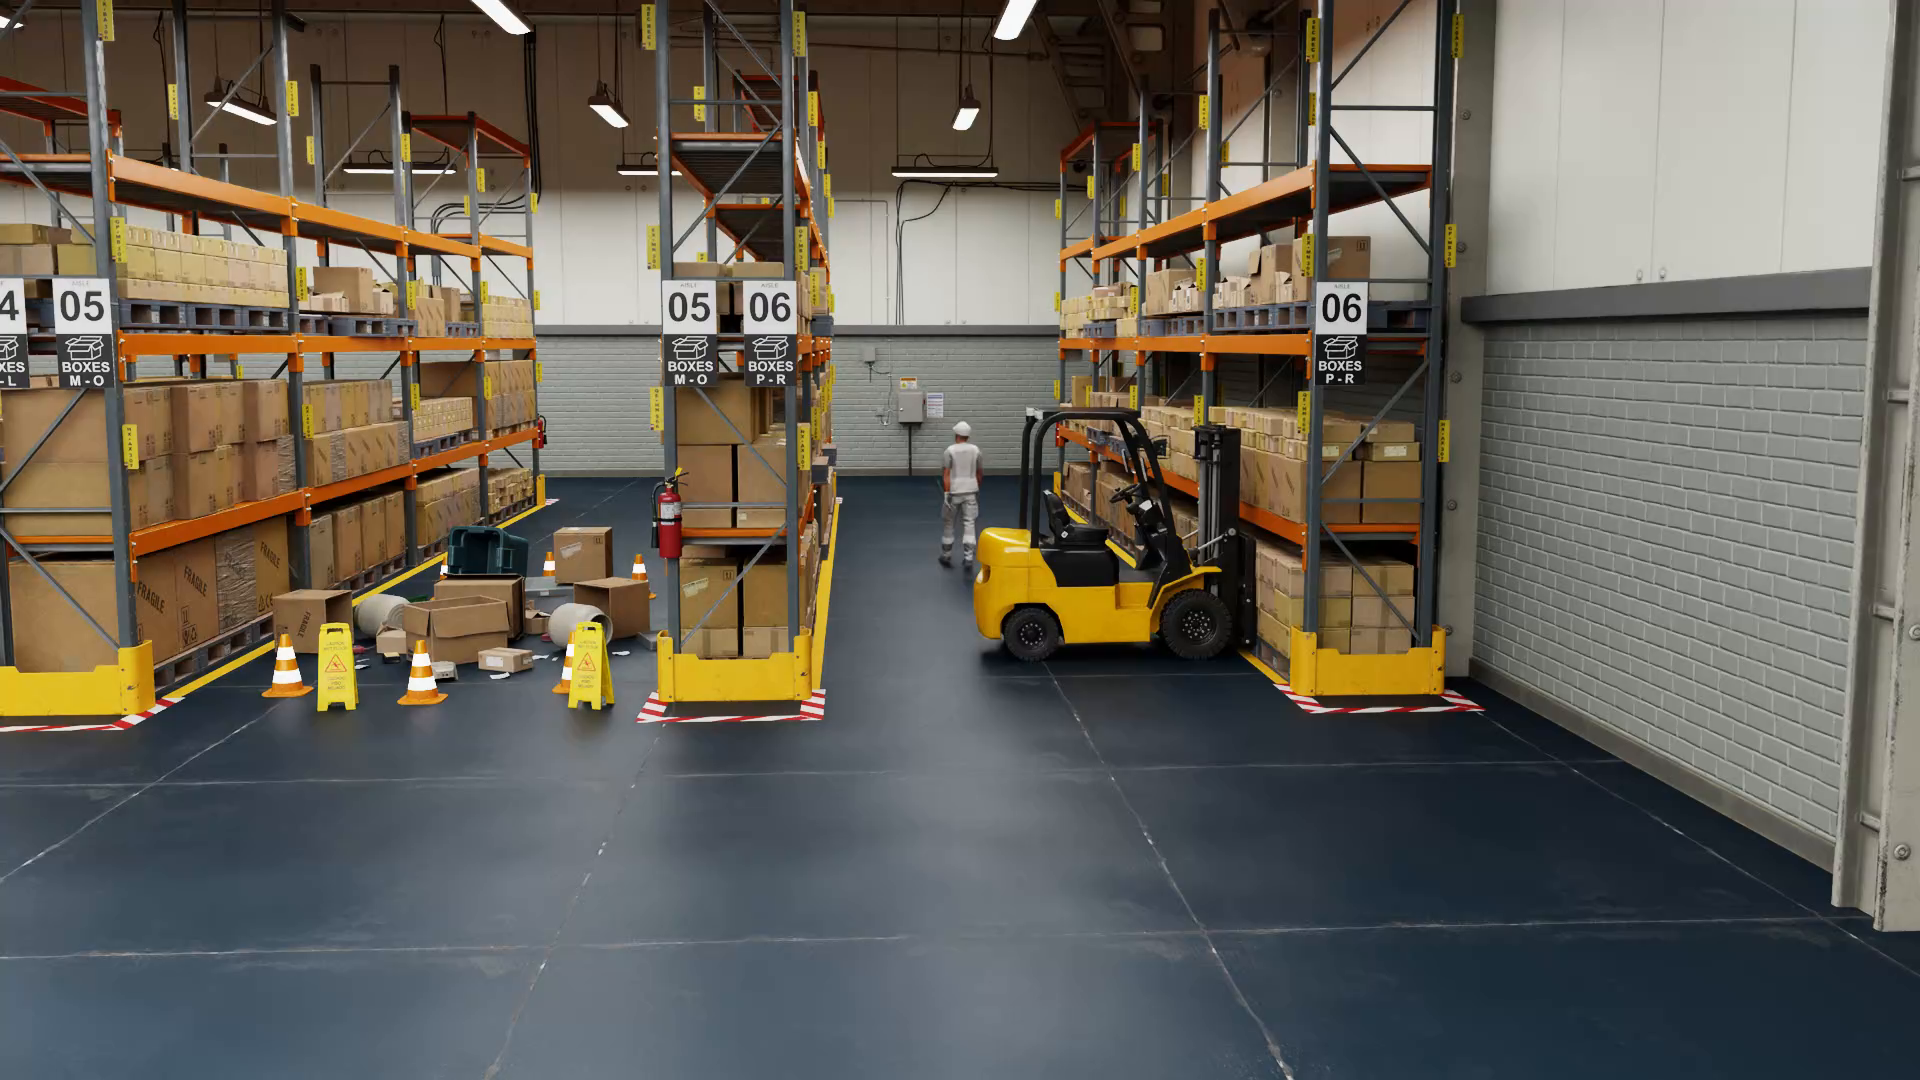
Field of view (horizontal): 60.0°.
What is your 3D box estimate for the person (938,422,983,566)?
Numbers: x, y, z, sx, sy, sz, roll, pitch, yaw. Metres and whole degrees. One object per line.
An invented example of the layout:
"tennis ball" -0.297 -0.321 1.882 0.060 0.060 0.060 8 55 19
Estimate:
"person" 0.006 -0.587 20.446 0.528 1.747 0.931 -1 7 -10
